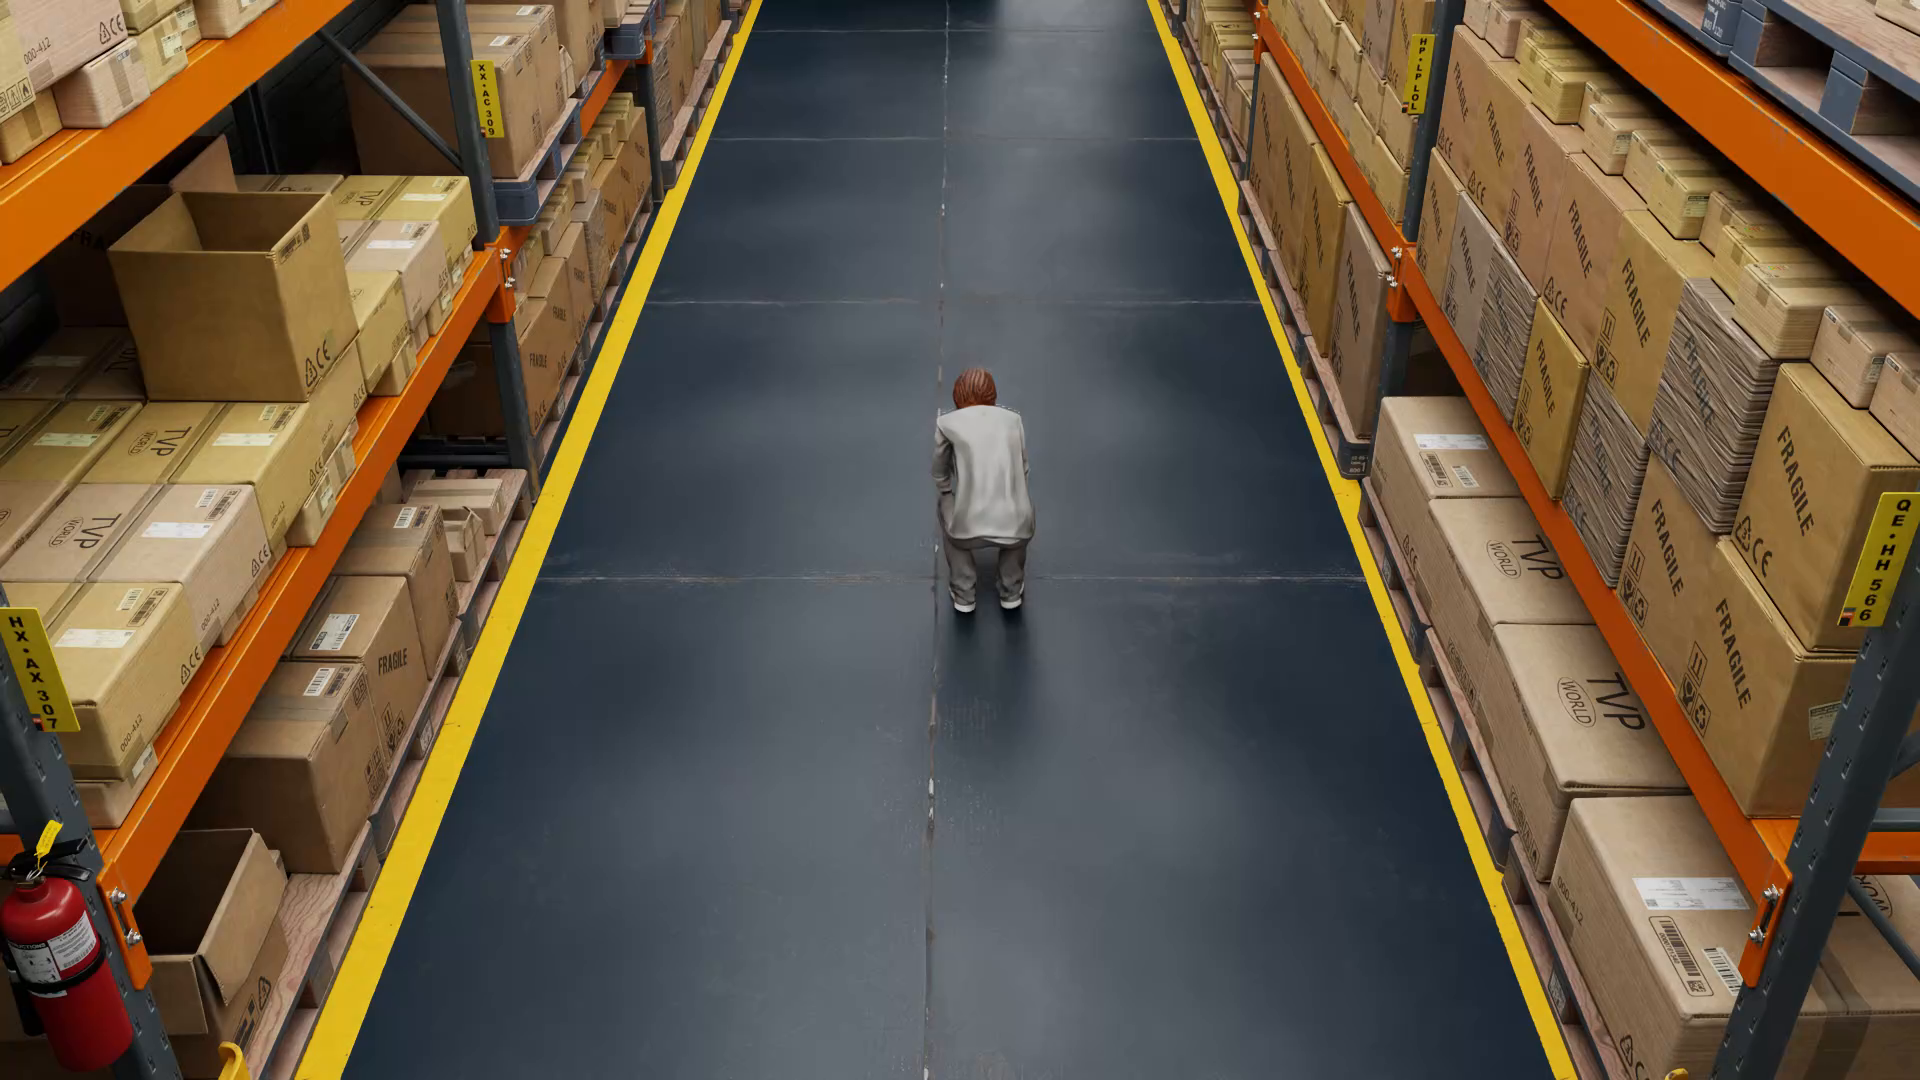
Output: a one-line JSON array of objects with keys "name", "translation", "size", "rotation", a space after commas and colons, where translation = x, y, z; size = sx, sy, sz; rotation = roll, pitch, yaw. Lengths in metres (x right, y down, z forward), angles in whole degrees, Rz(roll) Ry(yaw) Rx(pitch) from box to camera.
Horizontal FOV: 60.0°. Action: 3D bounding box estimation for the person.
[{"name": "person", "translation": [0.099, -0.185, 7.073], "size": [0.442, 0.931, 0.792], "rotation": [0, 32, 0]}]
